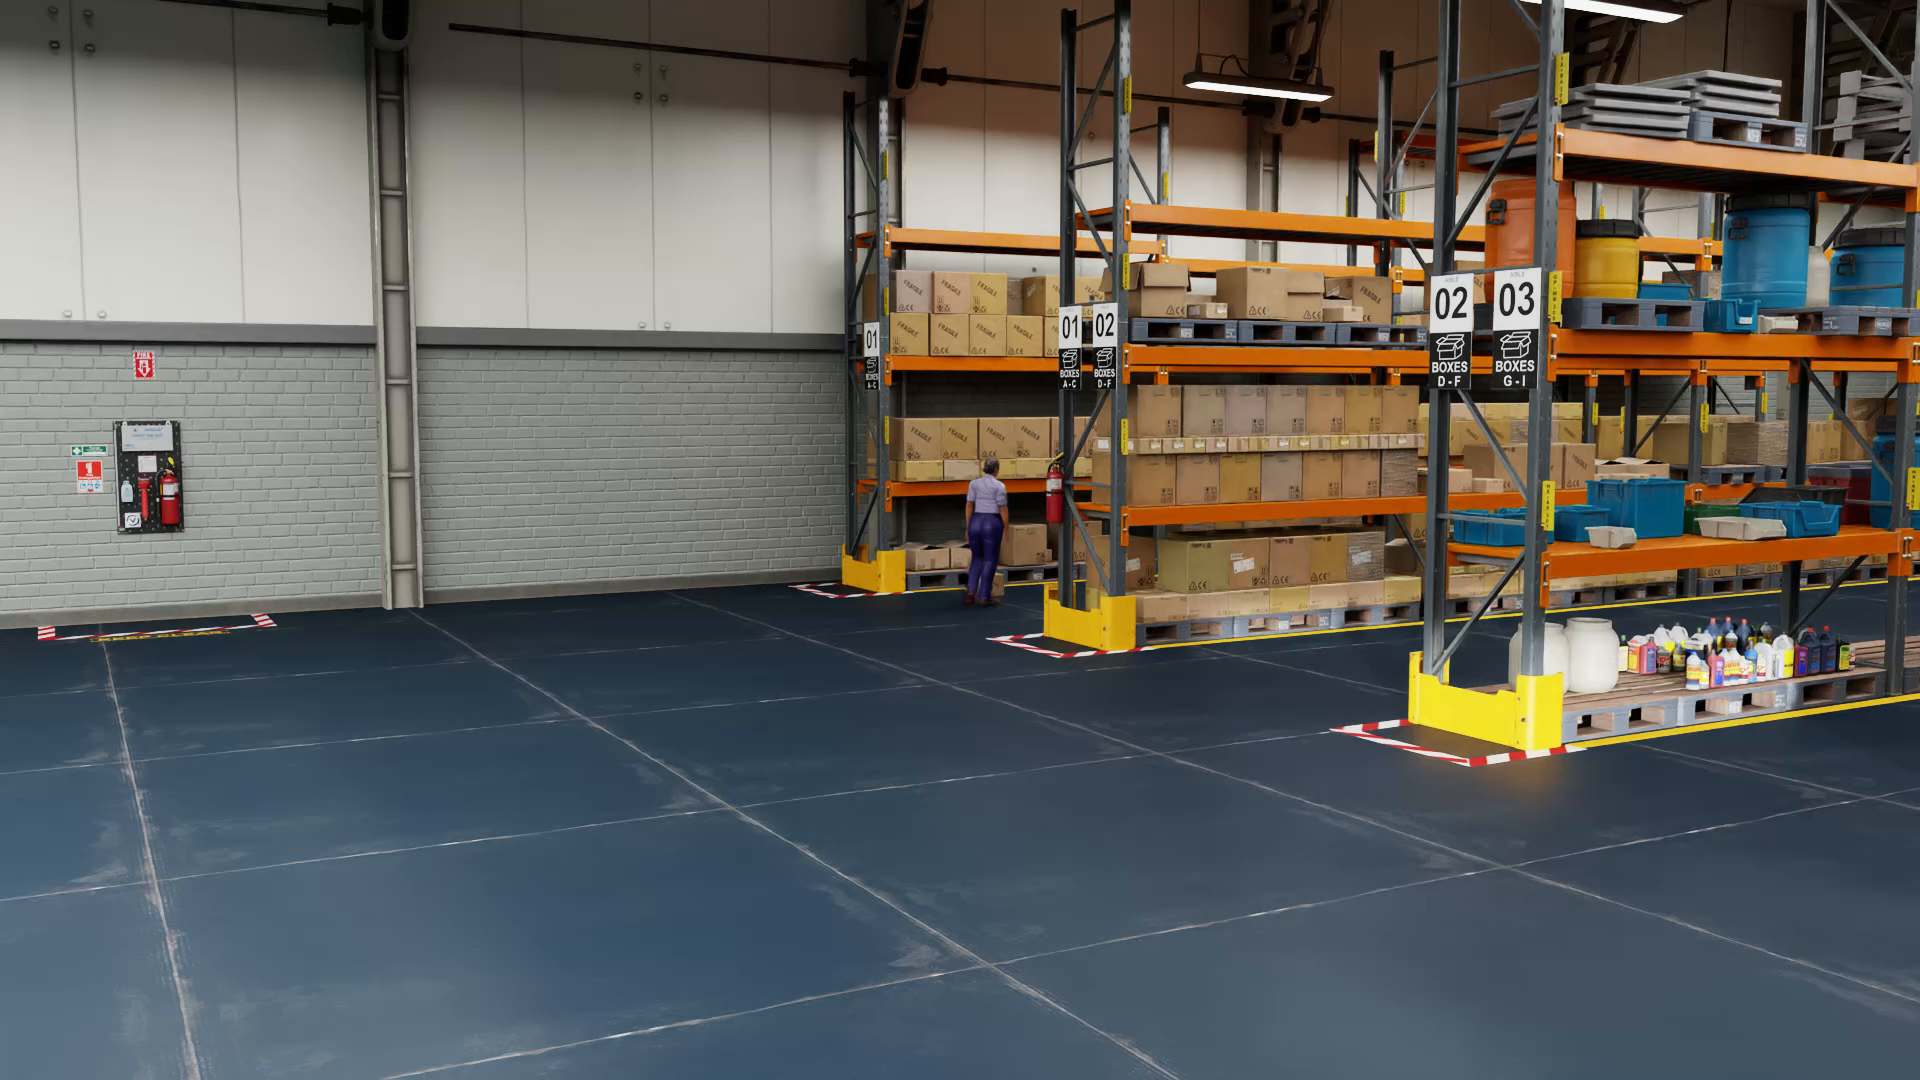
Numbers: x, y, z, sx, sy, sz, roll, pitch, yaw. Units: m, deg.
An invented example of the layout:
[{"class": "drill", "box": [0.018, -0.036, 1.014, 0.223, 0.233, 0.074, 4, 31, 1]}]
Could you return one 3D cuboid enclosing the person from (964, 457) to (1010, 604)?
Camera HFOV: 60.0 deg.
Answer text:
[{"class": "person", "box": [0.288, -0.078, 18.553, 0.524, 1.674, 0.370, 3, 6, 31]}]
